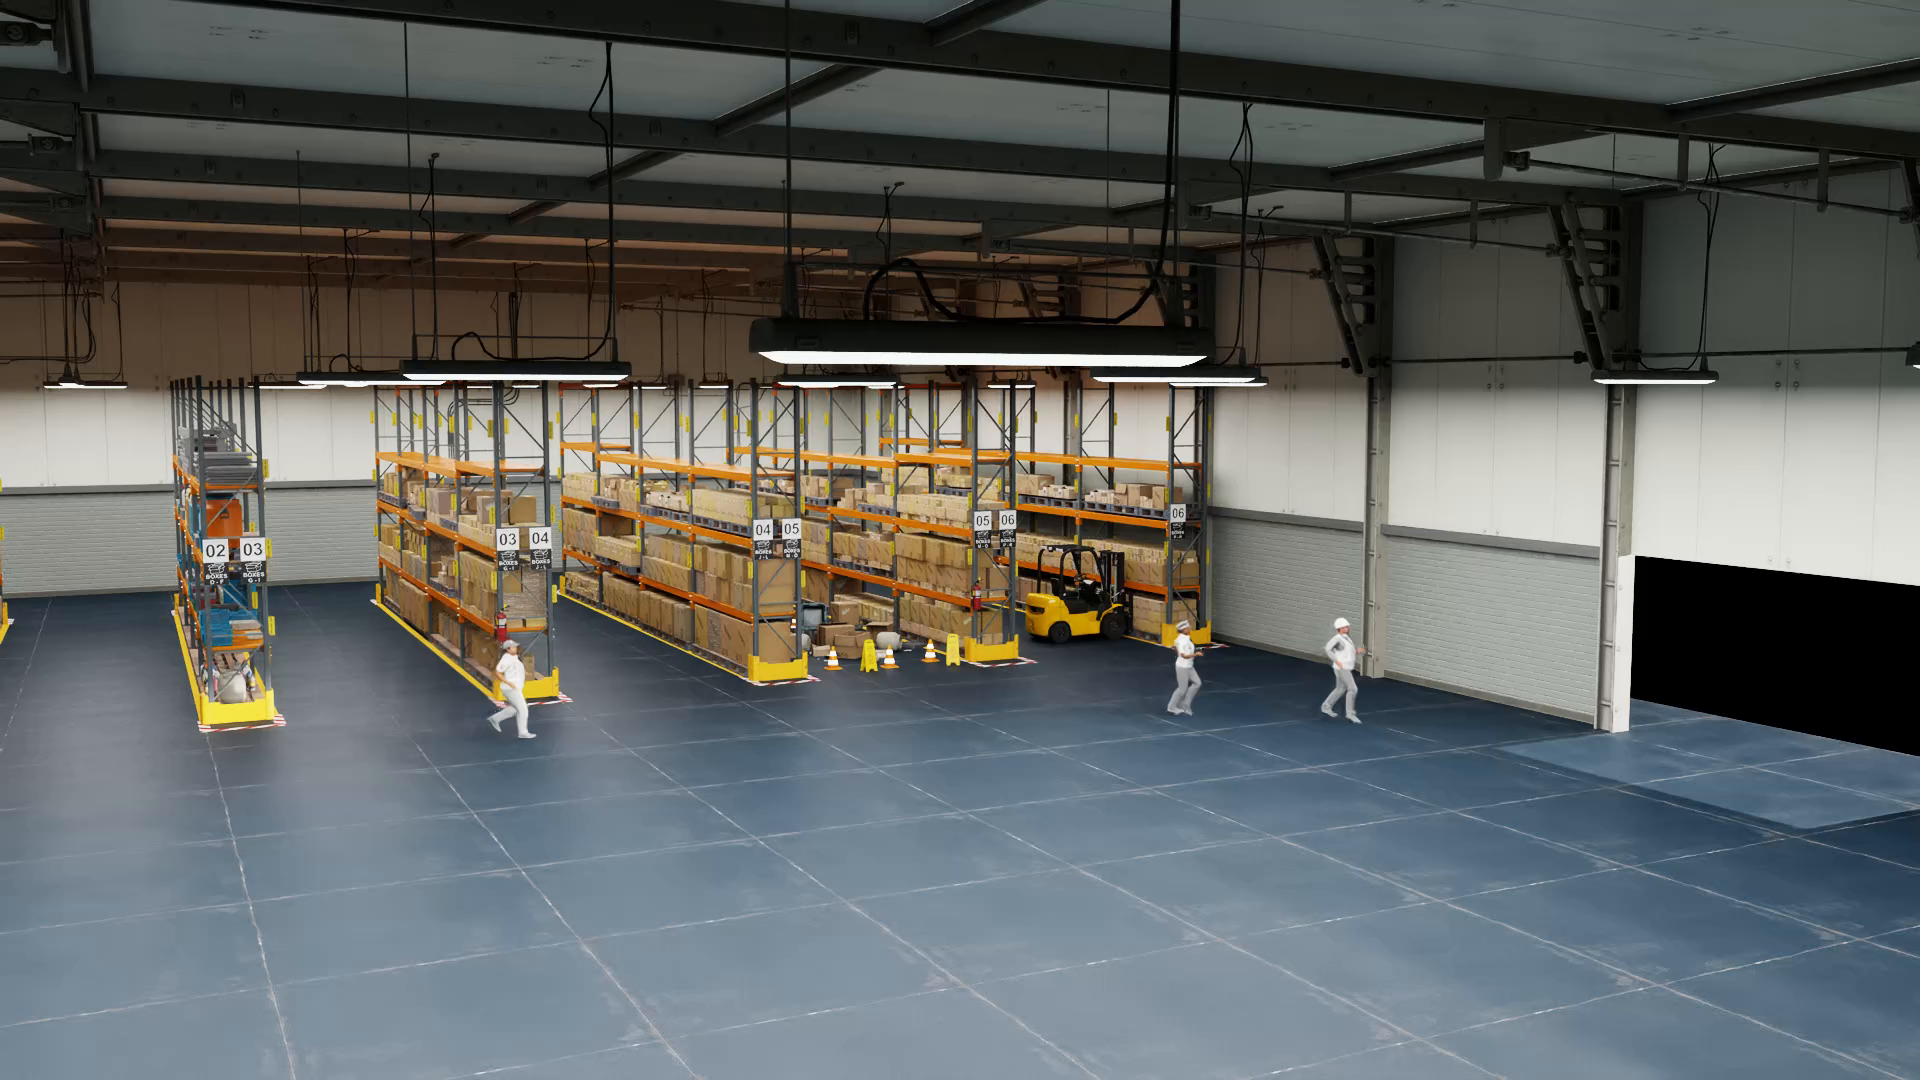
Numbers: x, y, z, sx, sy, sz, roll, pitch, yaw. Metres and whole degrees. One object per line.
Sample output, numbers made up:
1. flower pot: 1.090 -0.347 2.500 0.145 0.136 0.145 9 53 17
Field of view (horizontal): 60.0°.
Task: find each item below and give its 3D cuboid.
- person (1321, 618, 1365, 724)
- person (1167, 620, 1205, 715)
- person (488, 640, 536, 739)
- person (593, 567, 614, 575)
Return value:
1. person: 6.648 2.265 28.889 0.747 1.825 0.643 2 6 23
2. person: 4.010 2.272 29.438 0.665 1.731 0.555 2 5 17
3. person: -7.409 2.463 27.489 0.782 1.634 0.620 0 5 0
4. person: -10.532 0.545 48.970 0.910 1.686 0.578 -2 6 -25
